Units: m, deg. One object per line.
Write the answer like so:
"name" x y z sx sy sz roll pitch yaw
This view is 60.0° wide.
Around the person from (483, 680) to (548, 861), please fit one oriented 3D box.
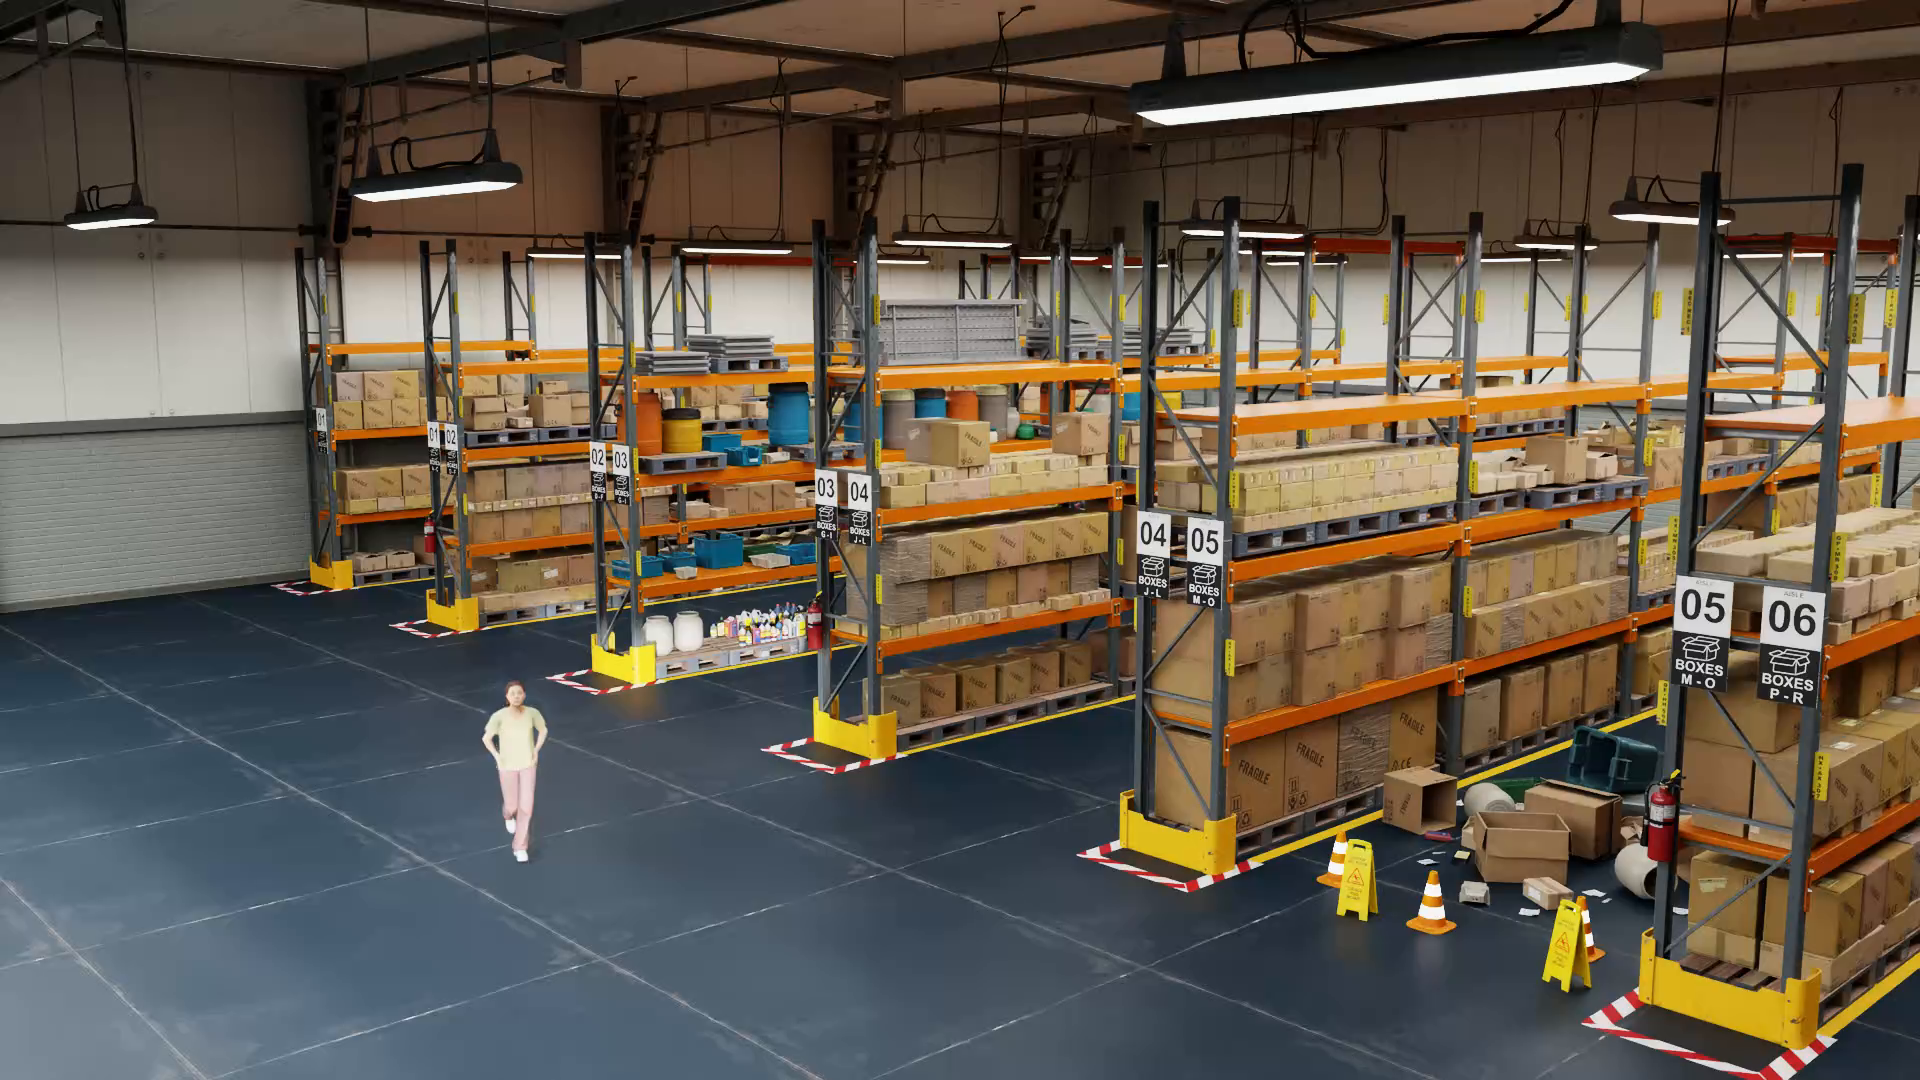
"person" -4.108 2.102 15.445 0.596 1.633 0.762 -3 9 -22
